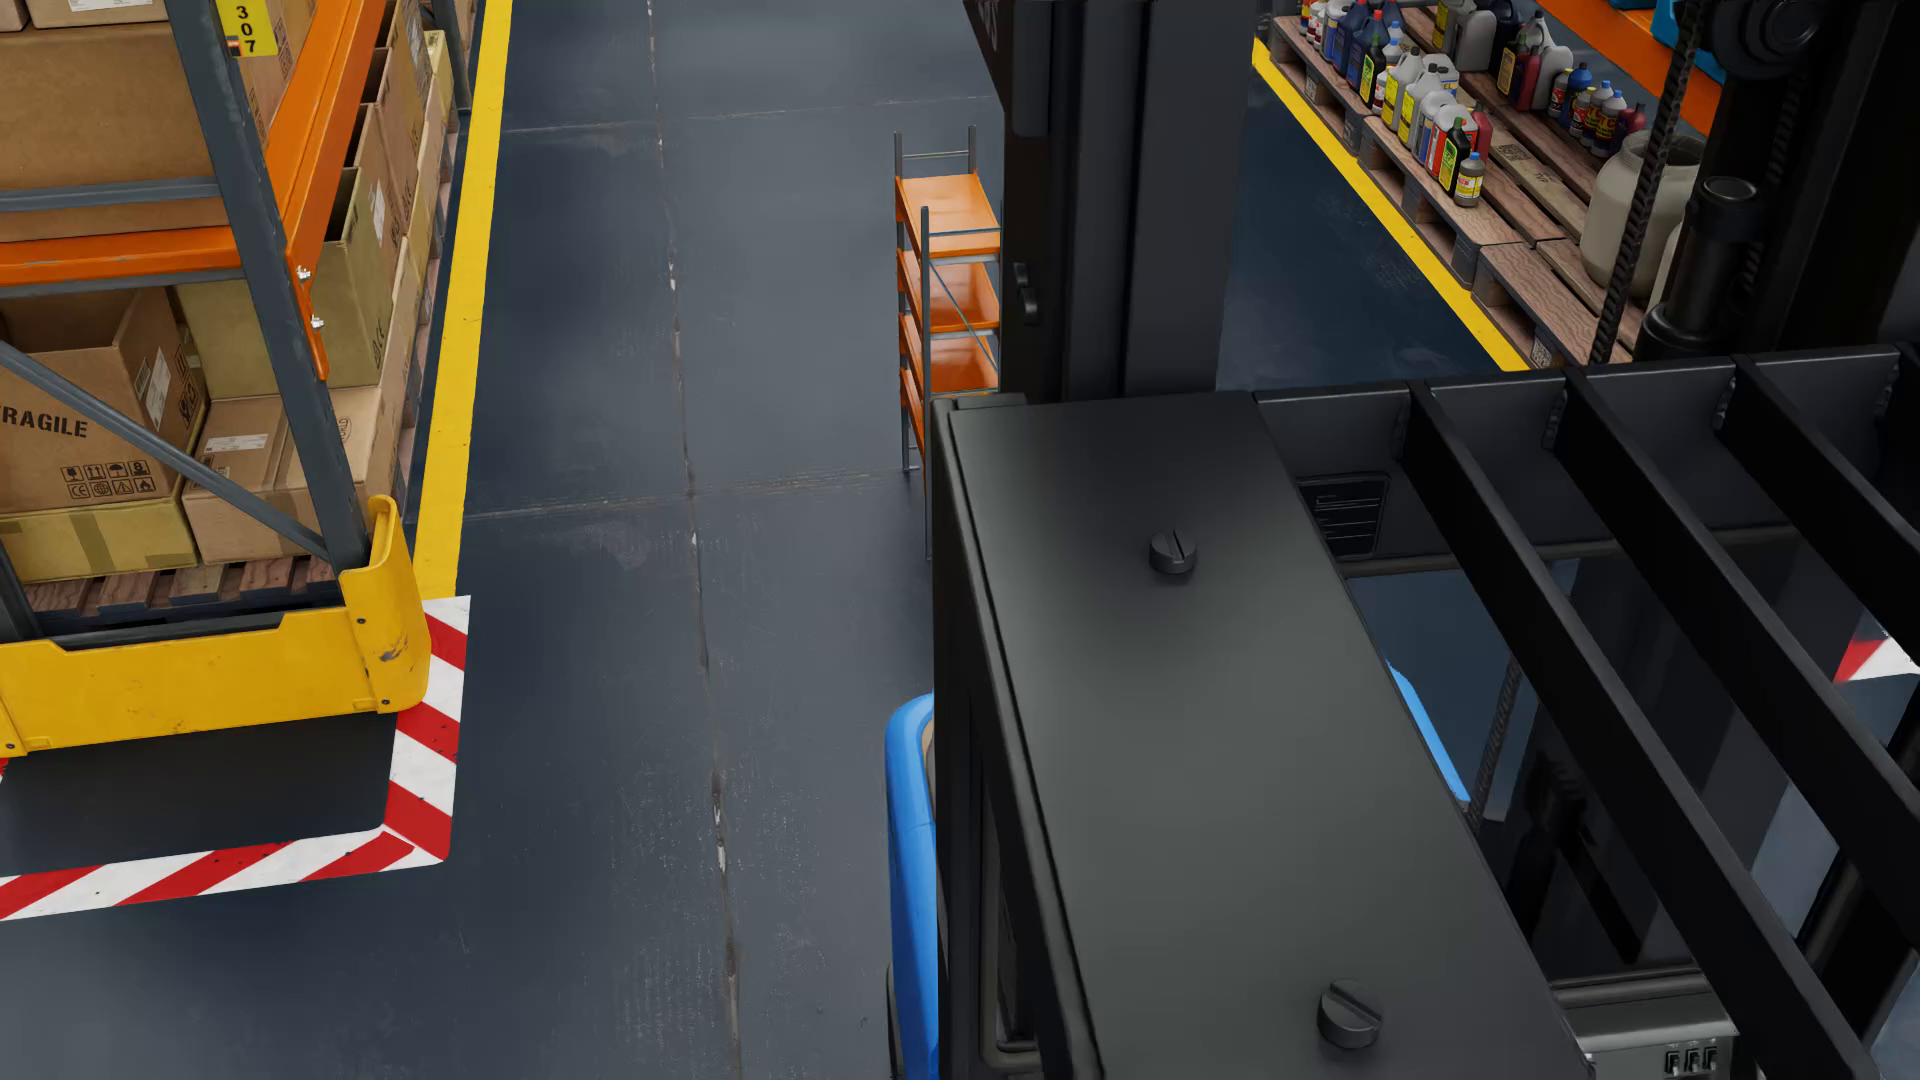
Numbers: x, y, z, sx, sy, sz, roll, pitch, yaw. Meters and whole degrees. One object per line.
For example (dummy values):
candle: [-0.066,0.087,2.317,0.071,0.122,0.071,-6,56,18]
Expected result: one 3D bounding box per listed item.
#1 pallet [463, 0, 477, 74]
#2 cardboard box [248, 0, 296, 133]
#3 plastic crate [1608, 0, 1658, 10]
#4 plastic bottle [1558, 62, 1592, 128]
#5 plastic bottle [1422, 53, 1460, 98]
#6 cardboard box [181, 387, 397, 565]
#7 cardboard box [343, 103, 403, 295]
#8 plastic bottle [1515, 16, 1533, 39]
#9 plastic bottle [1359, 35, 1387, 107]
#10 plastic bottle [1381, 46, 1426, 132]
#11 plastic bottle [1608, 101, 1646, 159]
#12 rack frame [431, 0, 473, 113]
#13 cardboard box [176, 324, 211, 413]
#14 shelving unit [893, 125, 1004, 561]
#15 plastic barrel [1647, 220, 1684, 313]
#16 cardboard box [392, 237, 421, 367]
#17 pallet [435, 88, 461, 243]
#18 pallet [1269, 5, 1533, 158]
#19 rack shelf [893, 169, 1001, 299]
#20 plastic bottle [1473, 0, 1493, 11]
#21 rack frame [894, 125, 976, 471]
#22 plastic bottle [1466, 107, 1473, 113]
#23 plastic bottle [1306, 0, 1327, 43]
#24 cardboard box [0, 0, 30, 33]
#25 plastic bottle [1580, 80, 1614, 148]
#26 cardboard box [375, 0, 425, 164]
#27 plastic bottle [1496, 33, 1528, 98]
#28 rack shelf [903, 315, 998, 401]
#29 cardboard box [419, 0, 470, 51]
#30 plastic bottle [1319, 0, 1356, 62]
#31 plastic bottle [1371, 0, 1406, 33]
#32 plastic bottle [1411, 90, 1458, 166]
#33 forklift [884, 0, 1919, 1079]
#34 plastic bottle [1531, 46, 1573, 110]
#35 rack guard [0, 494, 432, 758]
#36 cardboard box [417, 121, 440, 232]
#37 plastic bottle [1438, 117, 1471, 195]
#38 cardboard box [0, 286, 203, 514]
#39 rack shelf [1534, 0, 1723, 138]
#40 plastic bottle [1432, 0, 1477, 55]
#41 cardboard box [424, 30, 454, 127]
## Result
pallet: [-2.976,-2.526,8.330,1.003,0.211,1.213,-6,38,-8]
cardboard box: [-2.273,-1.410,4.538,0.700,0.500,0.500,-5,38,-7]
plastic crate: [2.280,-1.905,5.379,0.499,0.251,0.408,-6,38,-8]
plastic bottle: [2.646,-1.916,7.136,0.097,0.271,0.097,0,38,0]
plastic bottle: [2.051,-1.943,7.168,0.152,0.276,0.135,-6,38,-8]
cardboard box: [-1.982,-0.198,4.959,0.500,0.250,0.500,-6,38,-8]
cardboard box: [-2.172,-1.097,5.505,0.500,0.500,0.500,-6,38,-8]
plastic bottle: [2.569,-2.250,7.557,0.061,0.283,0.133,-4,38,-5]
plastic bottle: [1.823,-2.068,7.322,0.061,0.283,0.133,-5,38,-6]
plastic bottle: [1.910,-1.942,7.105,0.144,0.351,0.185,-7,38,-8]
plastic bottle: [2.738,-1.669,6.809,0.061,0.283,0.133,-6,38,-7]
rack frame: [-2.808,-3.187,6.907,1.000,3.000,0.127,-6,38,-8]
cardboard box: [-2.591,-0.443,5.275,0.500,0.250,0.500,-6,38,-8]
shelving unit: [-0.029,-0.574,5.011,0.258,1.200,0.503,-6,38,-8]
plastic barrel: [2.580,-0.874,5.615,0.421,0.512,0.421,0,38,0]
cardboard box: [-2.160,-0.802,5.736,0.500,0.250,0.500,-6,38,-8]
pallet: [-2.710,-1.601,7.138,1.003,0.211,1.213,-6,38,-8]
pallet: [2.146,-2.206,7.917,1.003,0.211,1.213,-6,38,-8]
rack shelf: [-0.029,-0.884,4.770,0.258,0.148,0.480,-6,38,-8]
plastic bottle: [2.466,-2.487,7.806,0.144,0.351,0.185,-7,38,-9]
rack frame: [-0.072,-0.721,5.200,0.240,1.200,0.015,-6,38,-8]
plastic bottle: [2.095,-1.695,6.910,0.097,0.201,0.097,0,38,0]
plastic bottle: [1.711,-2.485,7.926,0.097,0.201,0.097,0,38,0]
cardboard box: [-2.362,-1.276,3.838,0.380,0.149,0.250,-7,38,-9]
plastic bottle: [2.682,-1.793,6.979,0.097,0.271,0.097,0,38,0]
cardboard box: [-2.344,-1.701,6.283,0.500,0.500,0.500,-6,38,-8]
plastic bottle: [2.460,-2.123,7.393,0.061,0.283,0.133,-6,38,-8]
rack shelf: [-0.029,-0.552,5.028,0.221,0.050,0.457,-6,38,-8]
cardboard box: [-2.635,-2.537,7.969,0.500,0.250,0.500,-7,38,-9]
plastic bottle: [1.777,-2.383,7.734,0.152,0.276,0.135,-5,38,-6]
plastic bottle: [1.944,-2.328,7.602,0.144,0.351,0.185,-6,38,-8]
plastic bottle: [1.975,-1.700,6.855,0.152,0.276,0.135,-7,38,-9]
forklift: [1.113,-1.511,4.180,3.137,3.703,9.490,-5,38,-6]
plastic bottle: [2.581,-2.048,7.302,0.152,0.276,0.135,-6,38,-7]
rack guard: [-2.103,0.231,4.545,1.175,0.500,0.348,-6,38,-8]
cardboard box: [-2.332,-1.406,6.514,0.500,0.250,0.500,-6,38,-8]
plastic bottle: [1.978,-1.533,6.634,0.061,0.283,0.133,-5,38,-7]
cardboard box: [-2.494,-0.439,4.657,0.500,0.500,0.500,-6,38,-8]
rack shelf: [2.420,-2.225,6.255,1.077,0.370,4.000,-6,38,-8]
plastic bottle: [2.324,-2.471,7.786,0.144,0.351,0.185,-6,38,-8]
cardboard box: [-2.512,-2.010,7.291,0.500,0.250,0.500,-6,38,-8]
